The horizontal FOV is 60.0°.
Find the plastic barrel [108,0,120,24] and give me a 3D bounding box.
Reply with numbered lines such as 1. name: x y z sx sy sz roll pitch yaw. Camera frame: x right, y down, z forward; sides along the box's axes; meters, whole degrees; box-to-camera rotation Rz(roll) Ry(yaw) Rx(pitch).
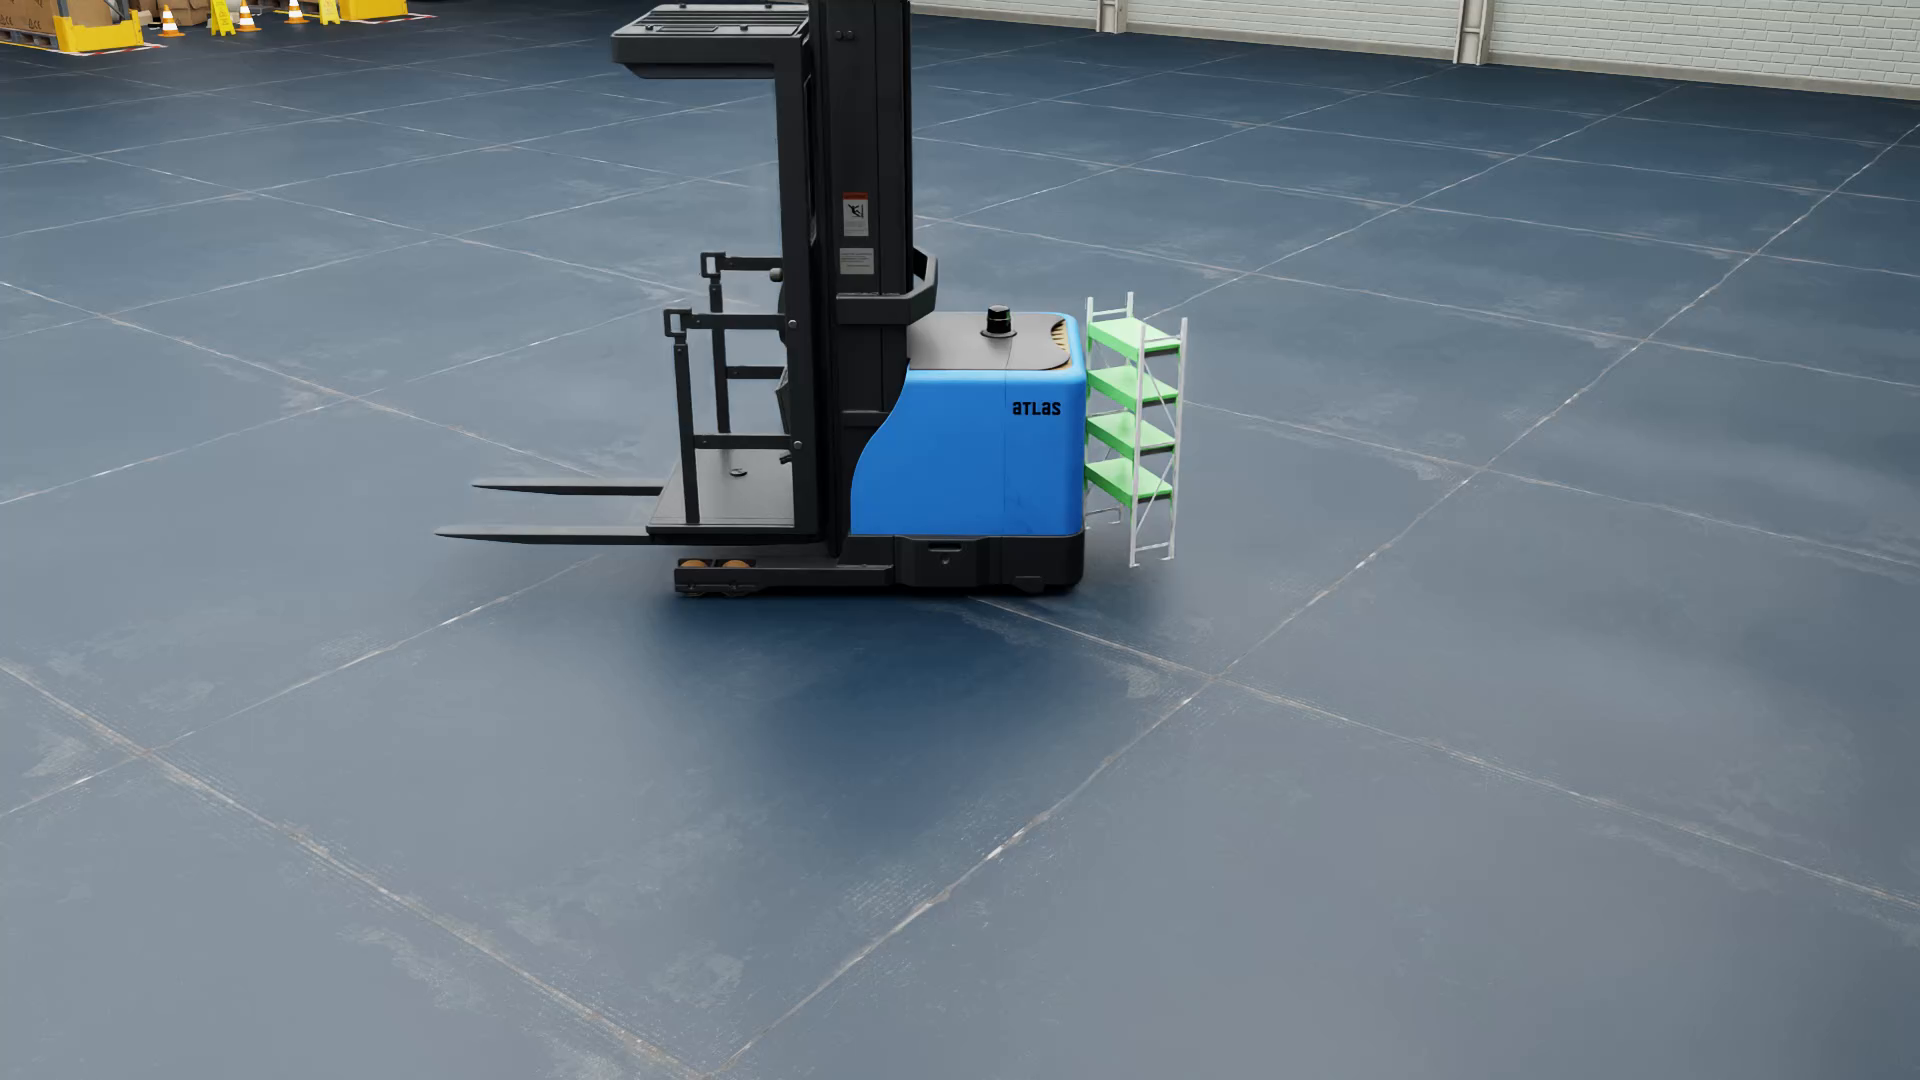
1. plastic barrel: -14.366 -8.838 27.783 0.512 0.421 0.421 -5 24 -12

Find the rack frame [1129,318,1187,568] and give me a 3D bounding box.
1. rack frame: 0.922 -0.440 7.759 0.240 1.200 0.015 -11 26 -23

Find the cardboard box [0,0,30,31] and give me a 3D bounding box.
1. cardboard box: -14.280 -8.403 25.716 0.875 0.875 0.875 16 29 32

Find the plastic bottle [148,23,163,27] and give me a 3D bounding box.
1. plastic bottle: -13.344 -8.528 27.530 0.283 0.061 0.133 7 25 15

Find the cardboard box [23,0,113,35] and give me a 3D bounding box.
1. cardboard box: -13.575 -8.191 25.235 0.875 0.875 0.875 17 29 34

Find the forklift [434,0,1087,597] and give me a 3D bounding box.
1. forklift: -0.938 -1.291 7.545 3.031 2.935 1.130 0 24 1

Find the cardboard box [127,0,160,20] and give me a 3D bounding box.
1. cardboard box: -13.782 -9.201 28.341 0.503 0.637 0.797 17 29 33

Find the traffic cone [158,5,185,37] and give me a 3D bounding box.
1. traffic cone: -12.566 -8.254 26.410 0.334 0.463 0.336 17 29 33

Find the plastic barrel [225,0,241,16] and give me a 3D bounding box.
1. plastic barrel: -12.665 -9.282 28.792 0.512 0.421 0.421 -5 24 -12

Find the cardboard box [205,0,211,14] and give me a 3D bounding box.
1. cardboard box: -13.264 -9.577 29.362 0.500 0.500 0.500 -5 24 -12

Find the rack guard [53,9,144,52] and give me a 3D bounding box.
1. rack guard: -12.973 -7.679 25.058 0.348 0.500 1.175 17 29 33

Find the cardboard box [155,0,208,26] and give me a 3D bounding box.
1. cardboard box: -13.029 -8.916 27.861 0.637 0.503 0.797 -1 24 -3

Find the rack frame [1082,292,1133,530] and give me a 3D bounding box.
1. rack frame: 0.717 -0.618 8.165 0.240 1.200 0.015 -11 26 -23

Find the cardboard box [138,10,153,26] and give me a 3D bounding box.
1. cardboard box: -13.713 -8.723 27.719 0.396 0.266 0.258 -21 31 -39

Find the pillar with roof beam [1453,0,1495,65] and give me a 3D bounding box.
1. pillar with roof beam: 4.674 -9.515 18.685 0.400 9.000 9.100 17 29 33

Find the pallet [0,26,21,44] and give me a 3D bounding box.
1. pallet: -14.651 -8.016 26.181 1.213 0.211 1.003 17 29 33

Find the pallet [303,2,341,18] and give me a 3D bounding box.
1. pallet: -10.794 -9.400 29.323 1.213 0.211 1.003 17 29 33

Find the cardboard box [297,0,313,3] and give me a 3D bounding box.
1. cardboard box: -11.323 -9.620 29.254 0.500 0.250 0.500 17 29 33

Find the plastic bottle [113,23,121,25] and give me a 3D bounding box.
1. plastic bottle: -13.899 -8.475 27.409 0.133 0.061 0.283 7 25 15

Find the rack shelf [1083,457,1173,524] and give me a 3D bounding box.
1. rack shelf: 0.820 -0.251 8.085 0.258 0.148 0.480 -11 26 -23

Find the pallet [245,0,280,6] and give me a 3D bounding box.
1. pallet: -12.747 -9.990 30.662 1.213 0.211 1.003 17 29 33

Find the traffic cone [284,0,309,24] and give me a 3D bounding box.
1. traffic cone: -11.222 -8.977 28.050 0.334 0.463 0.336 17 29 33

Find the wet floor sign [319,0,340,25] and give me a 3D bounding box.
1. wet floor sign: -10.594 -8.982 27.834 0.267 0.644 0.232 -15 28 -30

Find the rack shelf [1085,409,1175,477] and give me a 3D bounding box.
1. rack shelf: 0.820 -0.470 7.988 0.258 0.148 0.480 -11 26 -23

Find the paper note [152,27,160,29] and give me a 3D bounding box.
1. paper note: -13.196 -8.386 27.247 0.144 0.017 0.142 -15 28 -30

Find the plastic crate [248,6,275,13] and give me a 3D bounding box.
1. plastic crate: -12.541 -9.437 29.569 0.583 0.080 0.402 7 25 15

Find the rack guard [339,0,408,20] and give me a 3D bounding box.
1. rack guard: -10.166 -9.325 28.793 0.348 0.500 1.175 17 29 33

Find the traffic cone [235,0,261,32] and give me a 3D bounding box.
1. traffic cone: -11.616 -8.537 27.051 0.334 0.463 0.336 17 29 33

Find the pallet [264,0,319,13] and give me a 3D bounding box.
1. pallet: -11.766 -9.695 29.993 1.213 0.211 1.003 17 29 33

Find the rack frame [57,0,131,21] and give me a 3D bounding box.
1. rack frame: -12.993 -8.829 24.567 0.127 3.000 1.000 17 29 33

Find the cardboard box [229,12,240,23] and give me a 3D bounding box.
1. cardboard box: -12.364 -8.811 28.062 0.380 0.149 0.250 -10 26 -21

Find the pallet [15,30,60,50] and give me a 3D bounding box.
1. pallet: -13.679 -7.721 25.511 1.213 0.211 1.003 17 29 33

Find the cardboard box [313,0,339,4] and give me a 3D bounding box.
1. cardboard box: -10.932 -9.498 28.977 0.500 0.250 0.500 17 29 33

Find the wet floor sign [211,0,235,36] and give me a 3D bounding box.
1. wet floor sign: -11.782 -8.383 26.476 0.232 0.644 0.267 12 26 24

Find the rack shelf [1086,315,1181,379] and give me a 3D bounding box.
1. rack shelf: 0.820 -0.910 7.794 0.258 0.148 0.480 -11 26 -23

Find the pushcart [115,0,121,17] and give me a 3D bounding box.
1. pushcart: -14.633 -9.470 29.274 0.936 0.377 1.648 7 25 15

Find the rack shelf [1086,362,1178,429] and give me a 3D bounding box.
1. rack shelf: 0.820 -0.690 7.891 0.258 0.148 0.480 -11 26 -23

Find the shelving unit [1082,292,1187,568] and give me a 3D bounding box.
1. shelving unit: 0.820 -0.529 7.962 0.258 1.200 0.503 -11 26 -23

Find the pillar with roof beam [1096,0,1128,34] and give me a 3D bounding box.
1. pillar with roof beam: -0.127 -10.966 21.978 0.400 9.000 9.100 17 29 33

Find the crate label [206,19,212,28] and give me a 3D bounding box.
1. crate label: -12.282 -8.558 27.503 0.298 0.136 0.250 3 24 6
